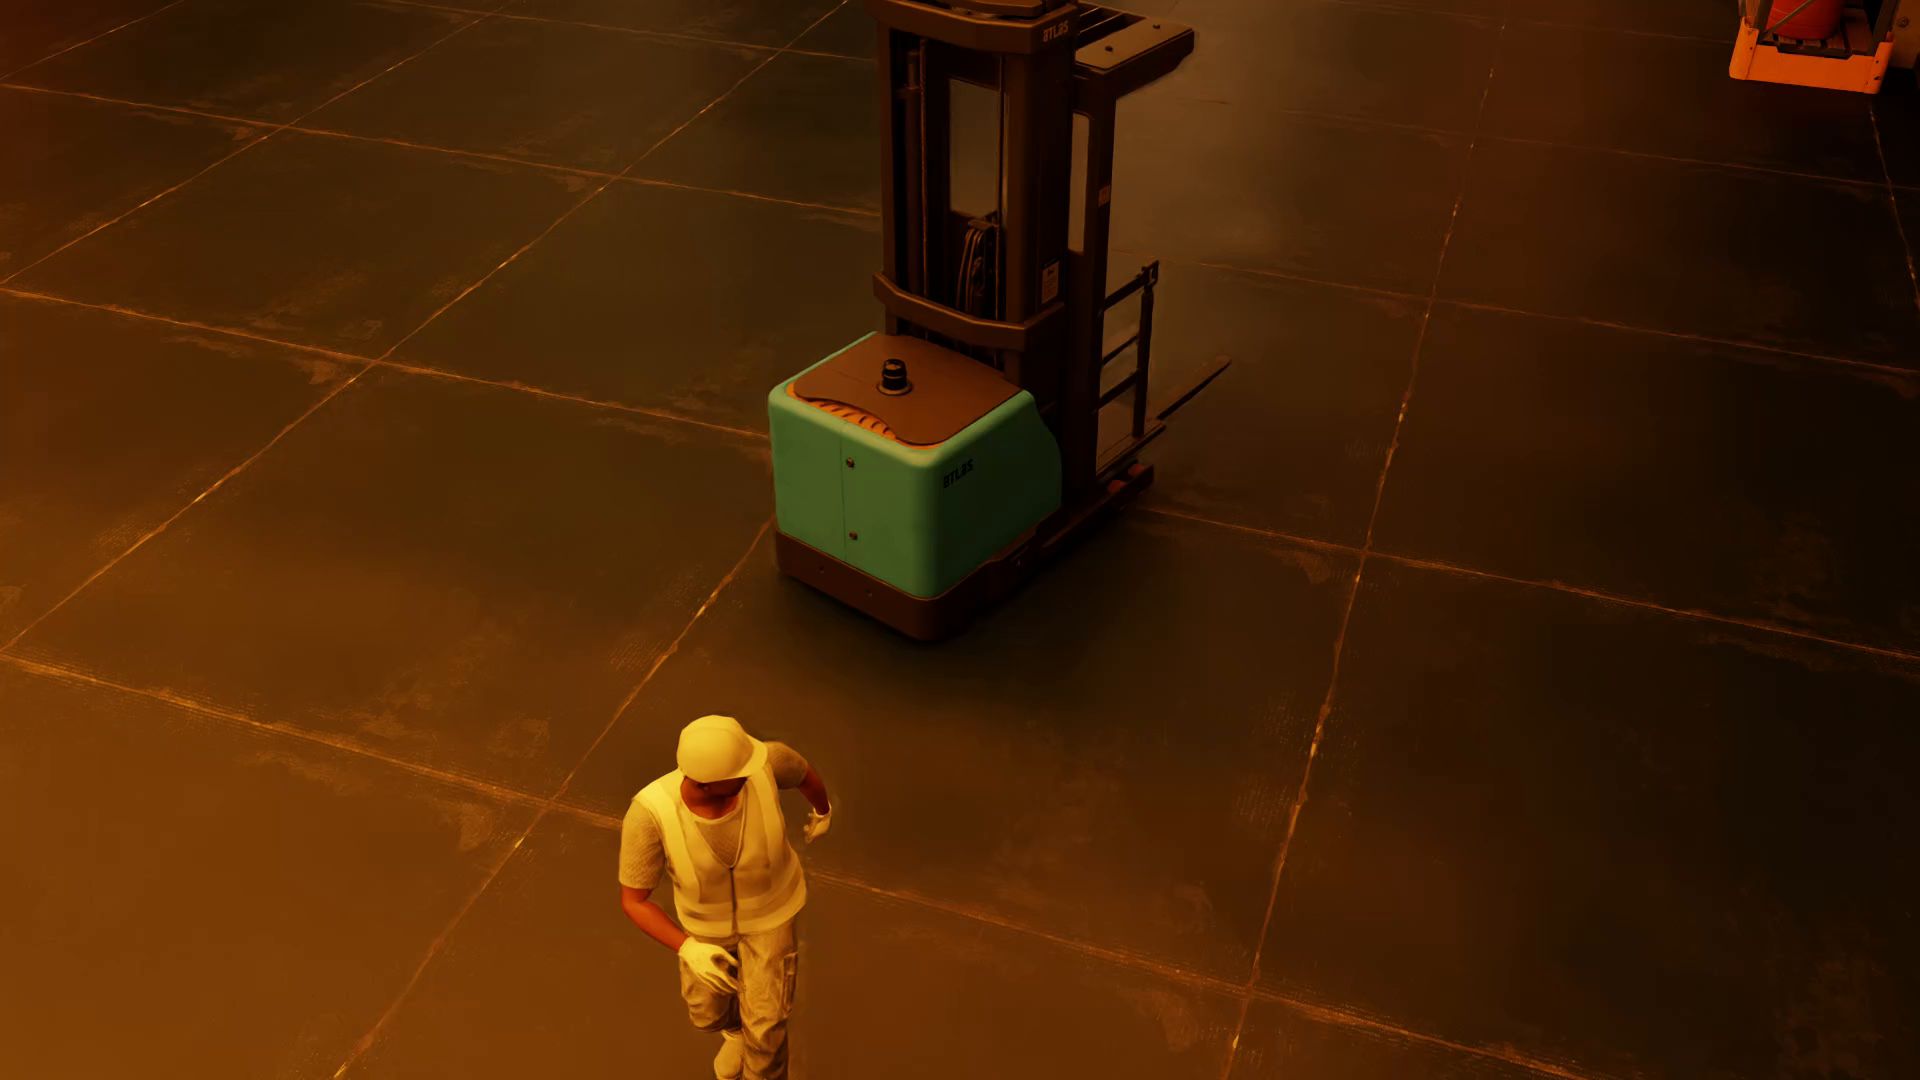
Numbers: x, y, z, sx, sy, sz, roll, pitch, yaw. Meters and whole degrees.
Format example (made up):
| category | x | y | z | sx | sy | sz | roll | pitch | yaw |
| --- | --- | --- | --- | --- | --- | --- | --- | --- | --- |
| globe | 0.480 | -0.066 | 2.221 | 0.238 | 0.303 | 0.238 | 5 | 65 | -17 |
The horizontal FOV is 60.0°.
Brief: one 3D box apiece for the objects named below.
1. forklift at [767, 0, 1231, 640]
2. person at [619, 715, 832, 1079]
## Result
| category | x | y | z | sx | sy | sz | roll | pitch | yaw |
| --- | --- | --- | --- | --- | --- | --- | --- | --- | --- |
| forklift | 0.390 | -1.512 | 8.243 | 1.130 | 2.935 | 3.031 | 25 | 42 | 30 |
| person | -0.747 | 1.228 | 5.473 | 0.629 | 1.769 | 0.844 | 0 | 35 | -1 |
